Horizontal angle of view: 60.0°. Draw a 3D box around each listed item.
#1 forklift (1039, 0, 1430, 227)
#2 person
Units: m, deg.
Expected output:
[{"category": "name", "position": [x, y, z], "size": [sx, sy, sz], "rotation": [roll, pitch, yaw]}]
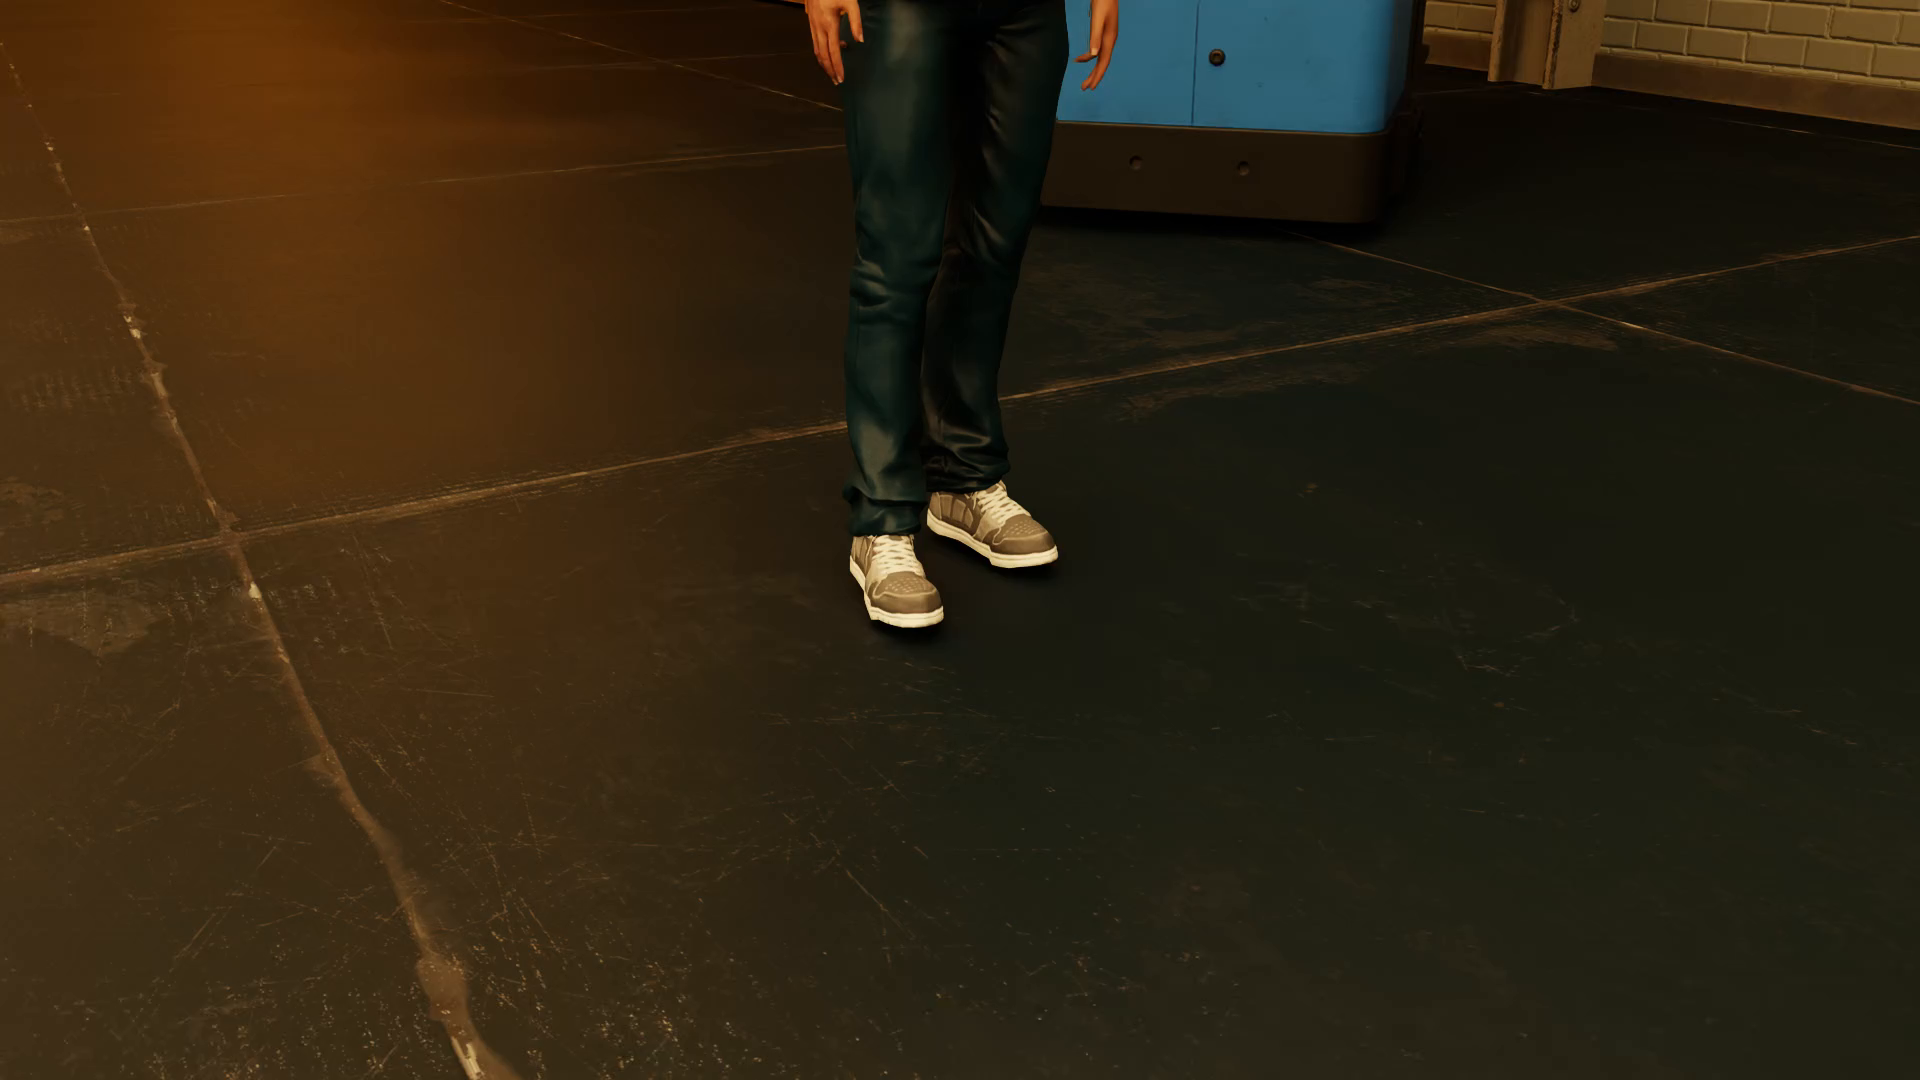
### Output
[{"category": "forklift", "position": [1.084, -2.753, 5.483], "size": [1.130, 2.935, 3.031], "rotation": [7, 23, 16]}, {"category": "person", "position": [0.025, -0.719, 2.263], "size": [0.519, 1.598, 0.475], "rotation": [-12, 25, -28]}]
